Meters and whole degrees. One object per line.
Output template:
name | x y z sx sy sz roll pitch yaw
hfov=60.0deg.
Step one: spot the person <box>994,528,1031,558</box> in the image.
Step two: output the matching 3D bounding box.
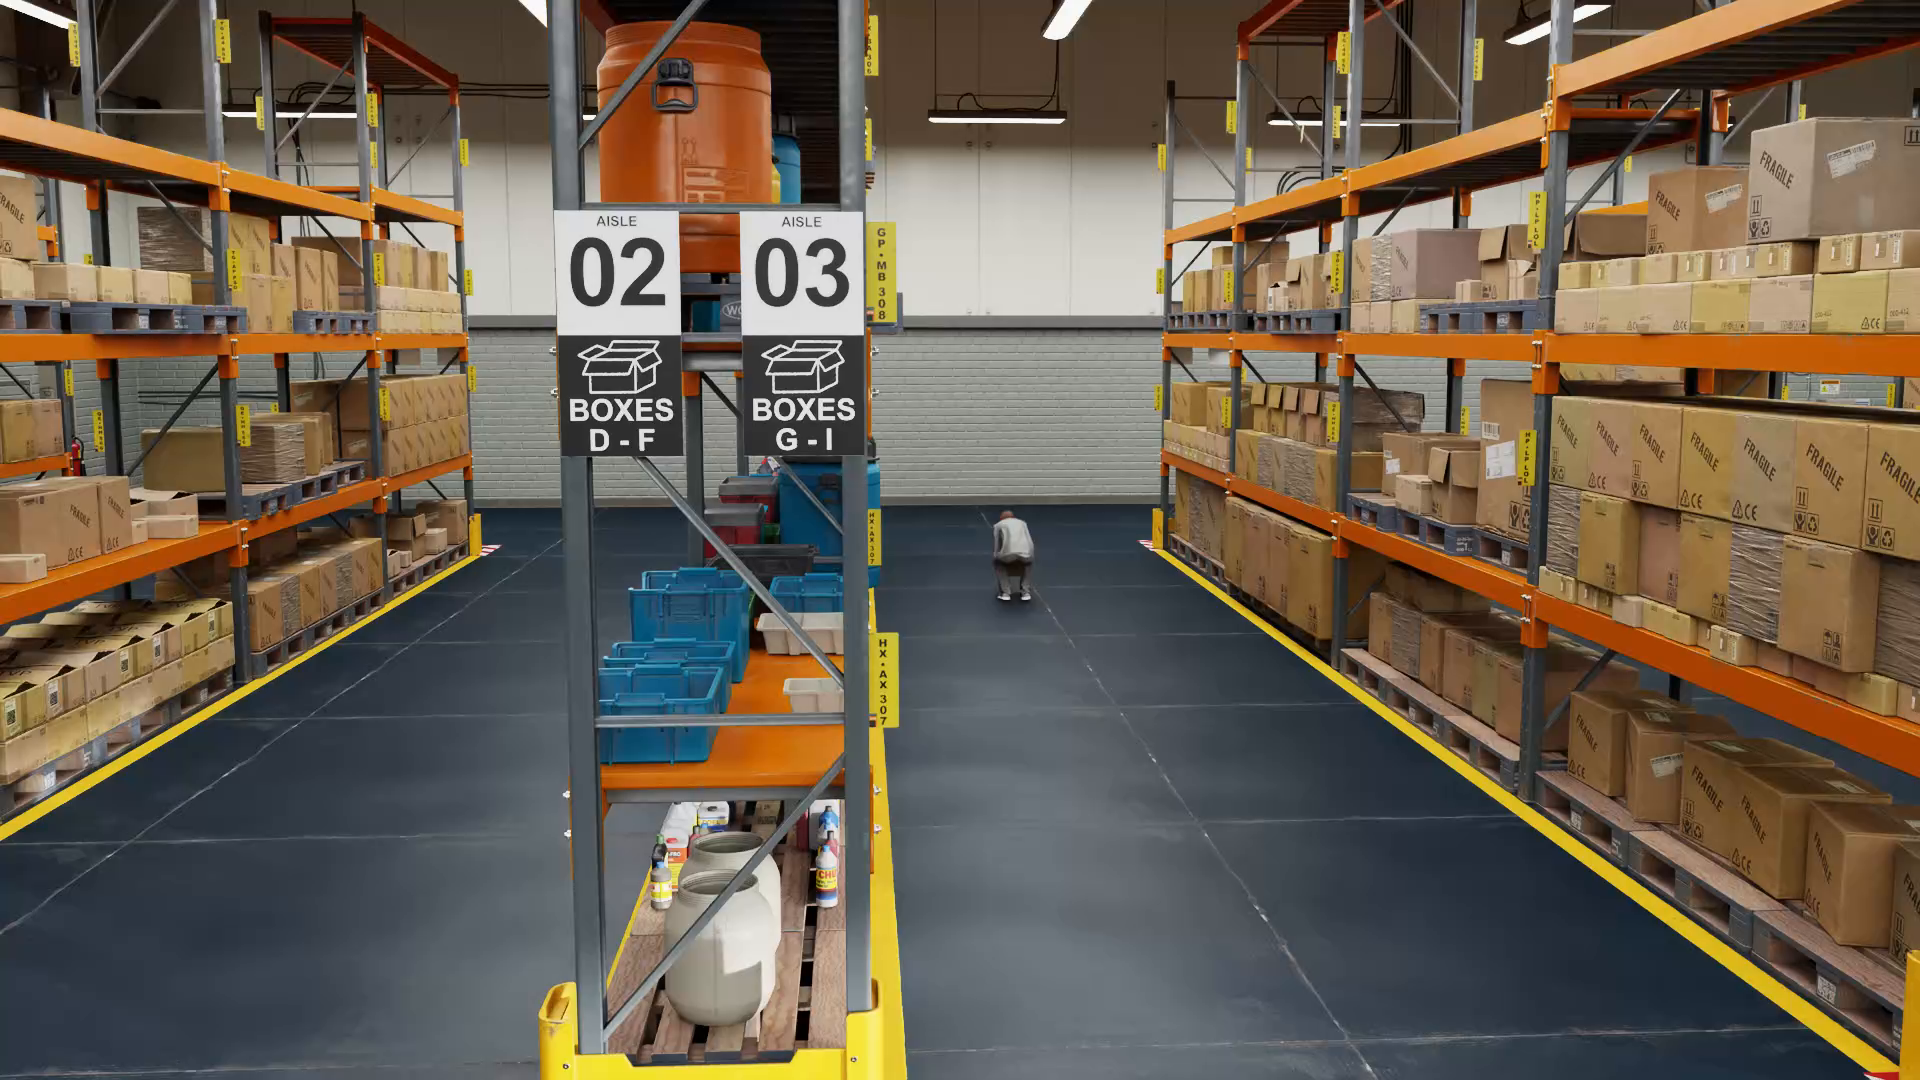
person | 0.569 0.048 17.674 0.380 0.483 0.706 -1 7 -5
